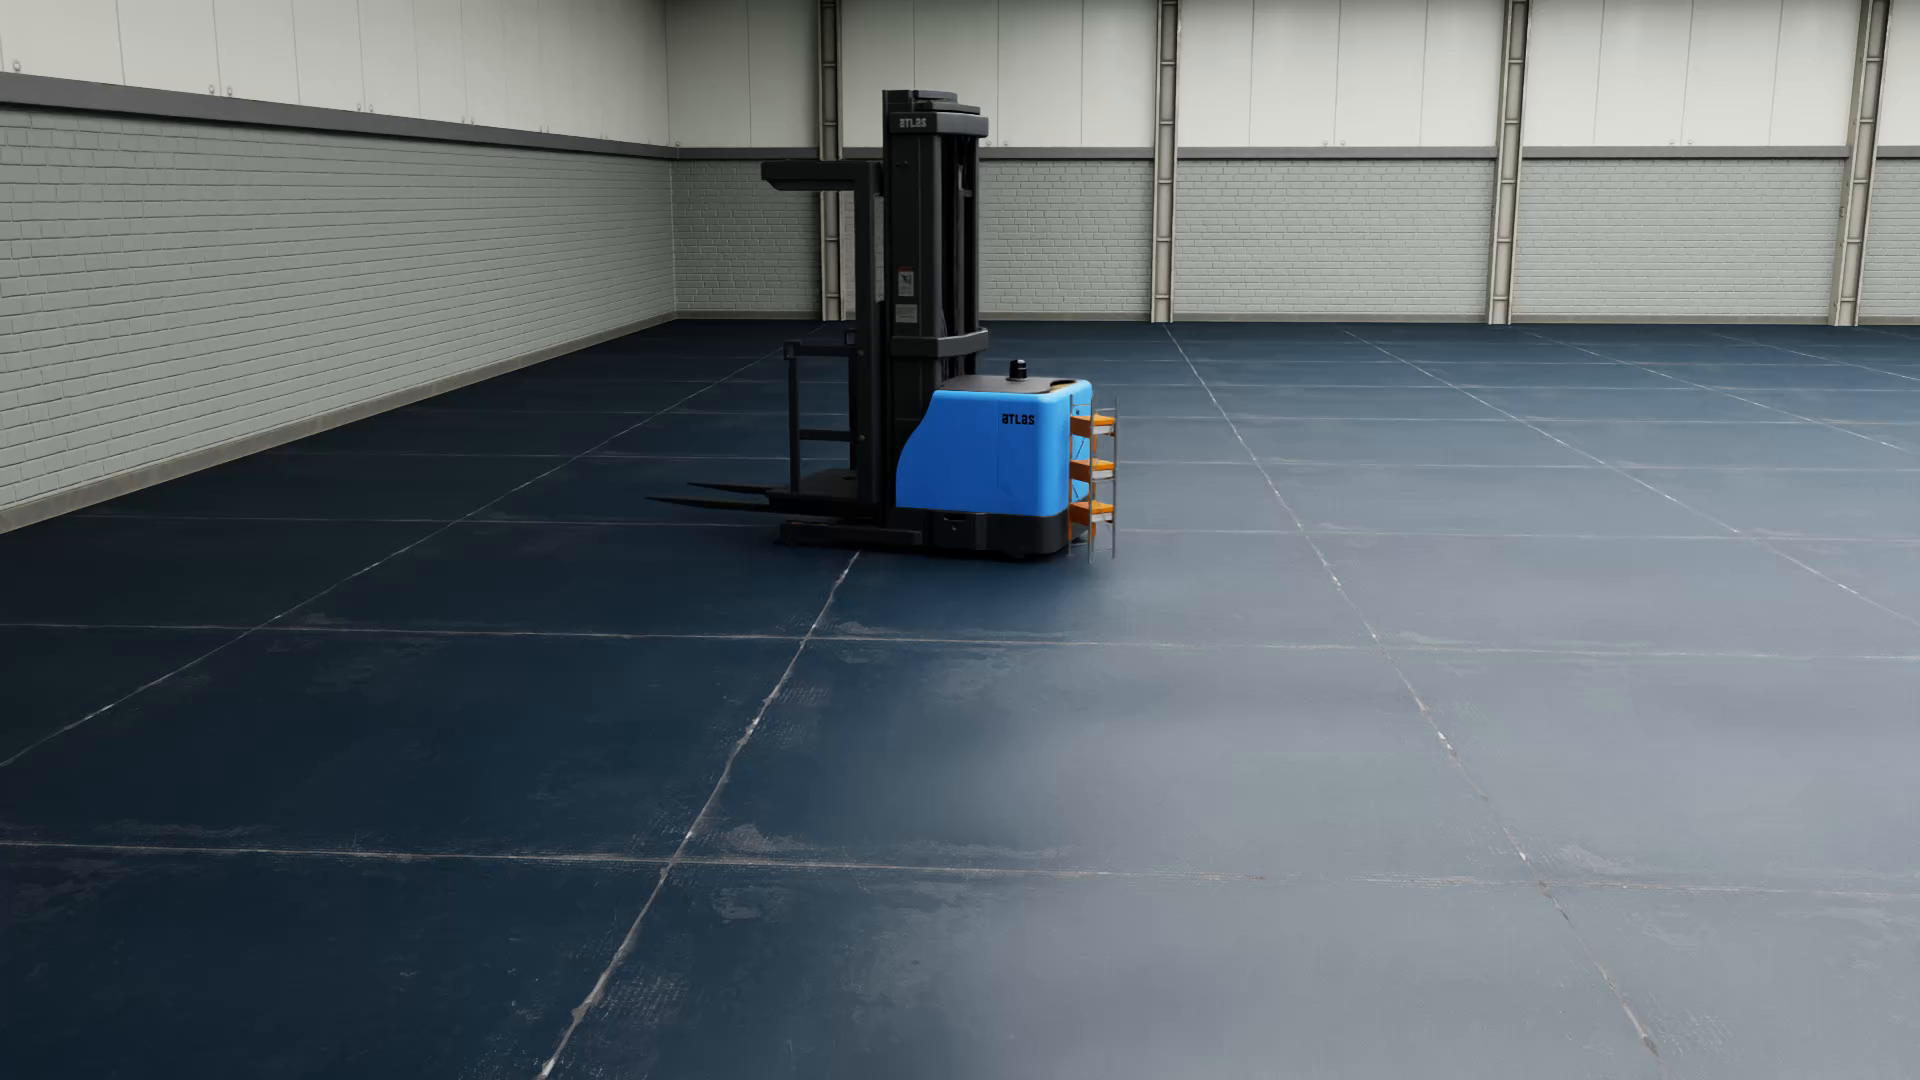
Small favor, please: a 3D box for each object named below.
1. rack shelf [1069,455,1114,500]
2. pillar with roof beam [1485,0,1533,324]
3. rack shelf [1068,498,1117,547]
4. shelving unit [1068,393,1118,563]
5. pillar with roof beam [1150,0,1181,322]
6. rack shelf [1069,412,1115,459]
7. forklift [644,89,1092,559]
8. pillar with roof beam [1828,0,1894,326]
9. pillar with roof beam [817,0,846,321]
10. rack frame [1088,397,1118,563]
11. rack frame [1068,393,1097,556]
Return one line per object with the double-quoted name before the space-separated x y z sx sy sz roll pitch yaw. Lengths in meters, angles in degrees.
"rack shelf" 0.847 -0.387 10.607 0.215 0.259 0.240 -6 13 -28
"pillar with roof beam" 9.365 -7.415 24.737 0.400 9.000 9.100 1 12 4
"rack shelf" 0.847 -0.115 10.664 0.215 0.259 0.240 -6 13 -28
"shelving unit" 0.847 -0.398 10.605 0.215 1.050 0.252 -6 13 -28
"pillar with roof beam" 3.378 -7.497 25.129 0.400 9.000 9.100 1 12 4
"rack shelf" 0.847 -0.665 10.549 0.215 0.259 0.240 -6 13 -28
"forklift" -0.673 -1.476 11.164 3.031 2.935 1.130 4 13 19
"pillar with roof beam" 15.351 -7.333 24.344 0.400 9.000 9.100 1 12 4
"pillar with roof beam" -2.608 -7.579 25.522 0.400 9.000 9.100 1 12 4
"rack frame" 0.905 -0.376 10.500 0.200 1.050 0.008 -6 13 -28
"rack frame" 0.789 -0.420 10.710 0.200 1.050 0.008 -6 13 -28
